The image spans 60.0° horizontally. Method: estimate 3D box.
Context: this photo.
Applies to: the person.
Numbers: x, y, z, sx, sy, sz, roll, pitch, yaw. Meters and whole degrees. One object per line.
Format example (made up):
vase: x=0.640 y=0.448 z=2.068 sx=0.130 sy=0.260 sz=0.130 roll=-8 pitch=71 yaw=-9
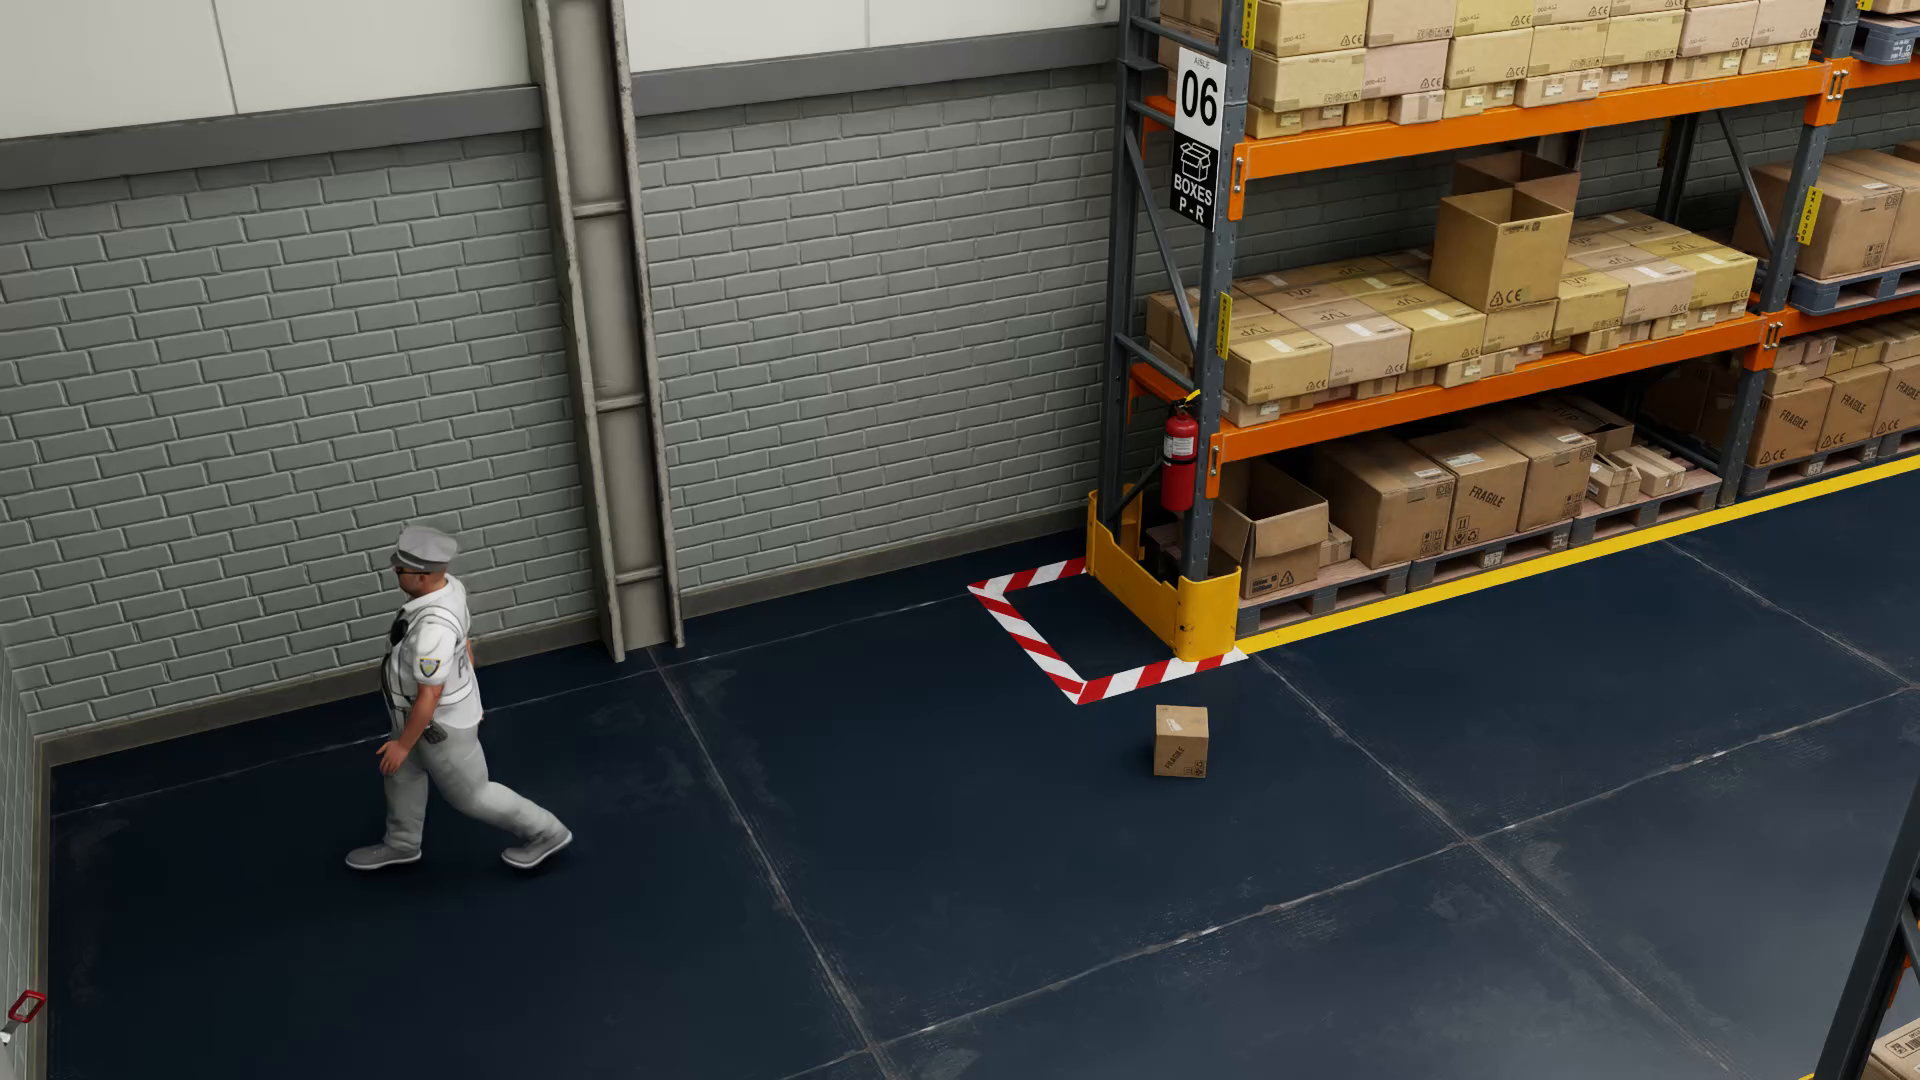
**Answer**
person: x=-2.258 y=0.732 z=7.120 sx=1.002 sy=1.720 sz=0.542 roll=-8 pitch=30 yaw=-14
